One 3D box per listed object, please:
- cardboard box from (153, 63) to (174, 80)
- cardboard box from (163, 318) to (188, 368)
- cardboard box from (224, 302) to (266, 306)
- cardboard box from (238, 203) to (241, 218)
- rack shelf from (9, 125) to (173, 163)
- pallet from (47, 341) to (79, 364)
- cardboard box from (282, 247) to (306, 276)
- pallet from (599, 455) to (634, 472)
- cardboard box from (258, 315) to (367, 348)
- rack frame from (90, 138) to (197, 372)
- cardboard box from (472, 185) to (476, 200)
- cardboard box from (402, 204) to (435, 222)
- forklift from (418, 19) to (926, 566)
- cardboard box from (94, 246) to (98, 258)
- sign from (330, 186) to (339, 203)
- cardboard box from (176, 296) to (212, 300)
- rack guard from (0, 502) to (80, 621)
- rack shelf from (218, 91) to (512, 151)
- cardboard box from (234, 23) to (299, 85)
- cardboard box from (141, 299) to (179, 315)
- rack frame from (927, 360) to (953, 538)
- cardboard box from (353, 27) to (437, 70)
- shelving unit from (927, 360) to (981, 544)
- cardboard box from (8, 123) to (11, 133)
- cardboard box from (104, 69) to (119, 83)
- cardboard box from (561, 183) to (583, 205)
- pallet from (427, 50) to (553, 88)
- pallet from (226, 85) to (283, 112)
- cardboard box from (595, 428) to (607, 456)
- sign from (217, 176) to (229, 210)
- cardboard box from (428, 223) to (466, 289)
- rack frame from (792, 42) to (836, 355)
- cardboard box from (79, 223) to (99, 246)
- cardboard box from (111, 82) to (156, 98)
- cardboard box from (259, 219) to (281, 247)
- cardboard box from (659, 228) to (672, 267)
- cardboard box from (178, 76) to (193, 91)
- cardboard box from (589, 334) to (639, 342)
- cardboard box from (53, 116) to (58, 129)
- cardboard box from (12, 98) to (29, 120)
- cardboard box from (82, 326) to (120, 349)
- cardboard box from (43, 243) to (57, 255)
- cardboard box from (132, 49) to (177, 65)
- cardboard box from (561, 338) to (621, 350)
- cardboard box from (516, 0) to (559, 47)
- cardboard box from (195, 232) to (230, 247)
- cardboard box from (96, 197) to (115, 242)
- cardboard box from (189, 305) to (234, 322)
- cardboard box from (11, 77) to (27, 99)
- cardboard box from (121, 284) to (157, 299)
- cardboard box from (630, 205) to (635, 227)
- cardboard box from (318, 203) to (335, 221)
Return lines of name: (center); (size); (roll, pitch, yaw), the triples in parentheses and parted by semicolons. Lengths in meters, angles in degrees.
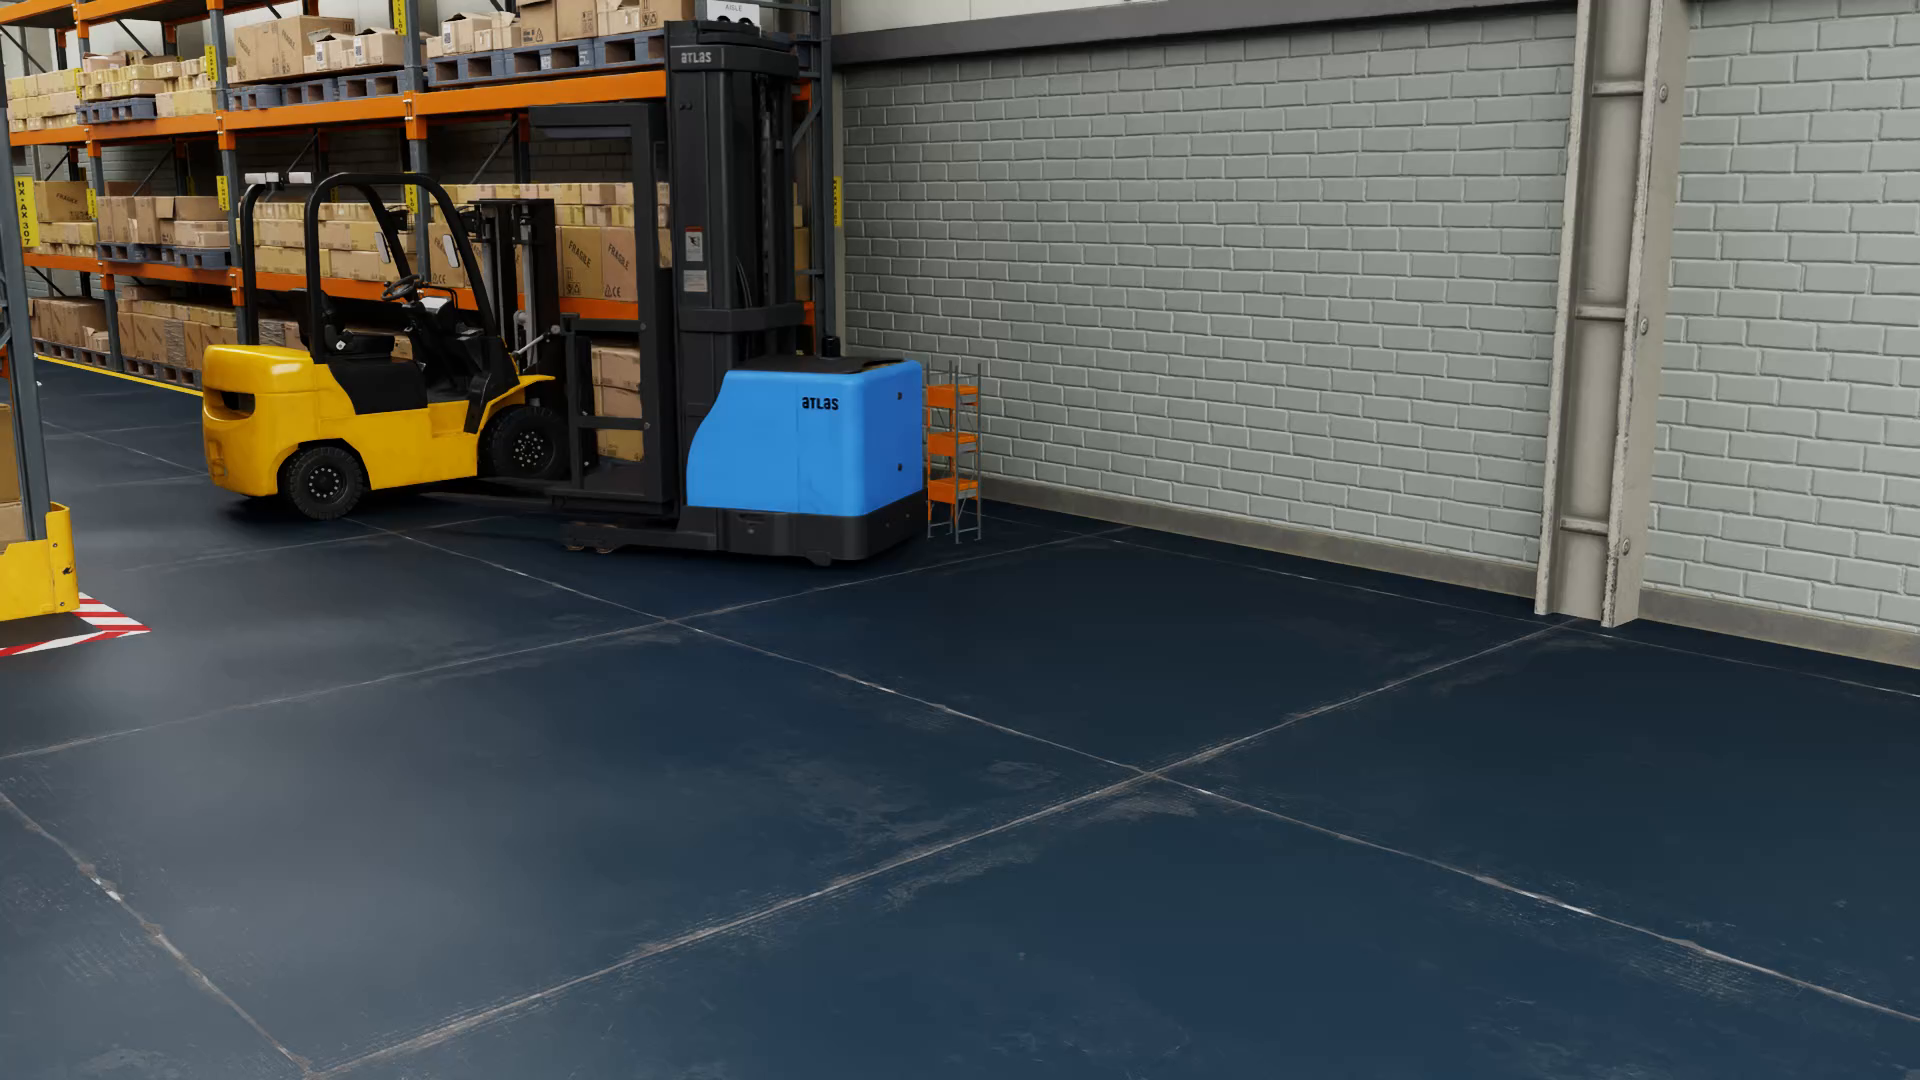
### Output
cardboard box: (-8.121, -4.854, 17.251); (0.380, 0.149, 0.250); (-11, 16, -42)
cardboard box: (-8.295, -2.156, 18.096); (0.500, 0.500, 0.500); (11, 16, 43)
cardboard box: (-7.840, -2.519, 18.250); (0.380, 0.149, 0.250); (-11, 16, -42)
cardboard box: (-6.766, -3.198, 16.145); (0.380, 0.149, 0.250); (-10, 15, -41)
rack shelf: (-10.917, -4.911, 20.666); (1.077, 0.370, 4.000); (-11, 16, -43)
pallet: (-10.856, -2.415, 21.112); (1.003, 0.211, 1.213); (-11, 16, -43)
cardboard box: (-5.939, -2.598, 15.462); (0.500, 0.250, 0.500); (11, 16, 43)
pallet: (-1.807, -0.492, 11.774); (1.003, 0.211, 1.213); (-11, 16, -43)
cardboard box: (-6.353, -1.869, 16.392); (0.875, 0.625, 0.625); (-10, 15, -41)
rack frame: (-9.536, -3.503, 19.479); (1.000, 3.000, 0.127); (-11, 16, -43)
cardboard box: (-3.577, -2.698, 12.982); (0.380, 0.149, 0.250); (-11, 16, -44)
cardboard box: (-4.408, -2.721, 13.829); (0.380, 0.149, 0.250); (-10, 15, -41)
forklift: (-1.775, -1.452, 9.696); (3.031, 2.935, 1.130); (4, 12, 20)
cardboard box: (-9.939, -3.391, 19.560); (0.380, 0.149, 0.250); (-11, 16, -42)
sign: (-6.374, -3.564, 16.907); (0.100, 0.325, 0.005); (-11, 16, -43)
cardboard box: (-8.888, -2.751, 19.375); (0.380, 0.149, 0.250); (-11, 16, -43)
rack guard: (-4.889, 0.154, 7.925); (1.175, 0.500, 0.348); (-11, 16, -43)
rack shelf: (-5.392, -3.744, 14.999); (1.077, 0.370, 4.000); (-11, 16, -43)
cardboard box: (-6.450, -4.552, 15.603); (0.500, 0.500, 0.500); (-11, 16, -42)
cardboard box: (-9.048, -2.647, 18.872); (0.250, 0.149, 0.380); (11, 16, 42)
rack frame: (-0.120, -0.540, 9.930); (0.200, 1.050, 0.008); (-11, 16, -42)
cardboard box: (-4.687, -4.087, 13.814); (0.500, 0.311, 0.500); (11, 16, 43)
shelving unit: (-0.036, -0.523, 9.843); (0.215, 1.050, 0.252); (-11, 16, -42)
cardboard box: (-12.046, -5.319, 21.485); (0.380, 0.149, 0.250); (-11, 16, -42)
cardboard box: (-9.070, -5.039, 18.098); (0.380, 0.149, 0.250); (-11, 16, -43)
cardboard box: (-2.603, -2.459, 11.821); (0.380, 0.149, 0.250); (-10, 16, -41)
pallet: (-3.403, -3.640, 12.932); (1.003, 0.211, 1.213); (-11, 16, -43)
pallet: (-6.240, -4.209, 15.942); (1.213, 0.211, 1.003); (-10, 15, -40)
cardboard box: (-2.477, -0.783, 12.052); (0.500, 0.250, 0.500); (-11, 16, -42)
sign: (-7.160, -3.370, 16.163); (0.100, 0.325, 0.005); (-11, 16, -43)
cardboard box: (-3.894, -2.283, 13.311); (0.500, 0.500, 0.500); (11, 16, 44)
rack frame: (-1.249, -1.751, 10.979); (1.000, 3.000, 0.127); (-11, 16, -43)
cardboard box: (-10.064, -3.615, 19.660); (0.500, 0.250, 0.500); (-10, 16, -41)
cardboard box: (-8.910, -4.856, 17.947); (0.380, 0.149, 0.250); (-11, 16, -43)
cardboard box: (-6.299, -2.918, 15.776); (0.500, 0.250, 0.500); (-10, 15, -41)
cardboard box: (-1.779, -1.836, 11.140); (0.500, 0.500, 0.500); (-11, 16, -44)
cardboard box: (-7.724, -4.641, 16.953); (0.380, 0.149, 0.250); (-11, 16, -43)
cardboard box: (-2.478, -1.419, 12.662); (0.500, 0.250, 0.500); (-11, 16, -44)
cardboard box: (-10.674, -5.016, 20.015); (0.380, 0.149, 0.250); (-10, 15, -41)
cardboard box: (-11.479, -5.377, 20.779); (0.500, 0.250, 0.500); (11, 16, 43)
cardboard box: (-10.380, -2.462, 20.162); (0.396, 0.266, 0.258); (-10, 15, -41)
cardboard box: (-11.219, -3.647, 20.801); (0.380, 0.149, 0.250); (-10, 16, -41)
cardboard box: (-9.068, -5.383, 18.743); (0.396, 0.266, 0.258); (-11, 16, -43)
cardboard box: (-2.850, -1.345, 12.301); (0.500, 0.250, 0.500); (-11, 16, -44)
cardboard box: (-2.742, -3.811, 11.996); (0.797, 0.503, 0.637); (-10, 15, -41)
cardboard box: (-7.505, -3.044, 16.835); (0.380, 0.149, 0.250); (-11, 16, -42)
cardboard box: (-9.364, -3.656, 18.933); (0.700, 0.500, 0.500); (-10, 16, -41)
cardboard box: (-7.981, -2.416, 17.752); (0.380, 0.149, 0.250); (-11, 16, -43)
cardboard box: (-11.479, -5.625, 20.741); (0.500, 0.250, 0.500); (-11, 16, -43)
cardboard box: (-9.437, -2.867, 19.201); (0.380, 0.149, 0.250); (-11, 16, -44)
cardboard box: (-2.024, -2.209, 11.346); (0.380, 0.149, 0.250); (-11, 16, -42)
cardboard box: (-5.551, -2.931, 14.849); (0.250, 0.149, 0.380); (11, 16, 44)
